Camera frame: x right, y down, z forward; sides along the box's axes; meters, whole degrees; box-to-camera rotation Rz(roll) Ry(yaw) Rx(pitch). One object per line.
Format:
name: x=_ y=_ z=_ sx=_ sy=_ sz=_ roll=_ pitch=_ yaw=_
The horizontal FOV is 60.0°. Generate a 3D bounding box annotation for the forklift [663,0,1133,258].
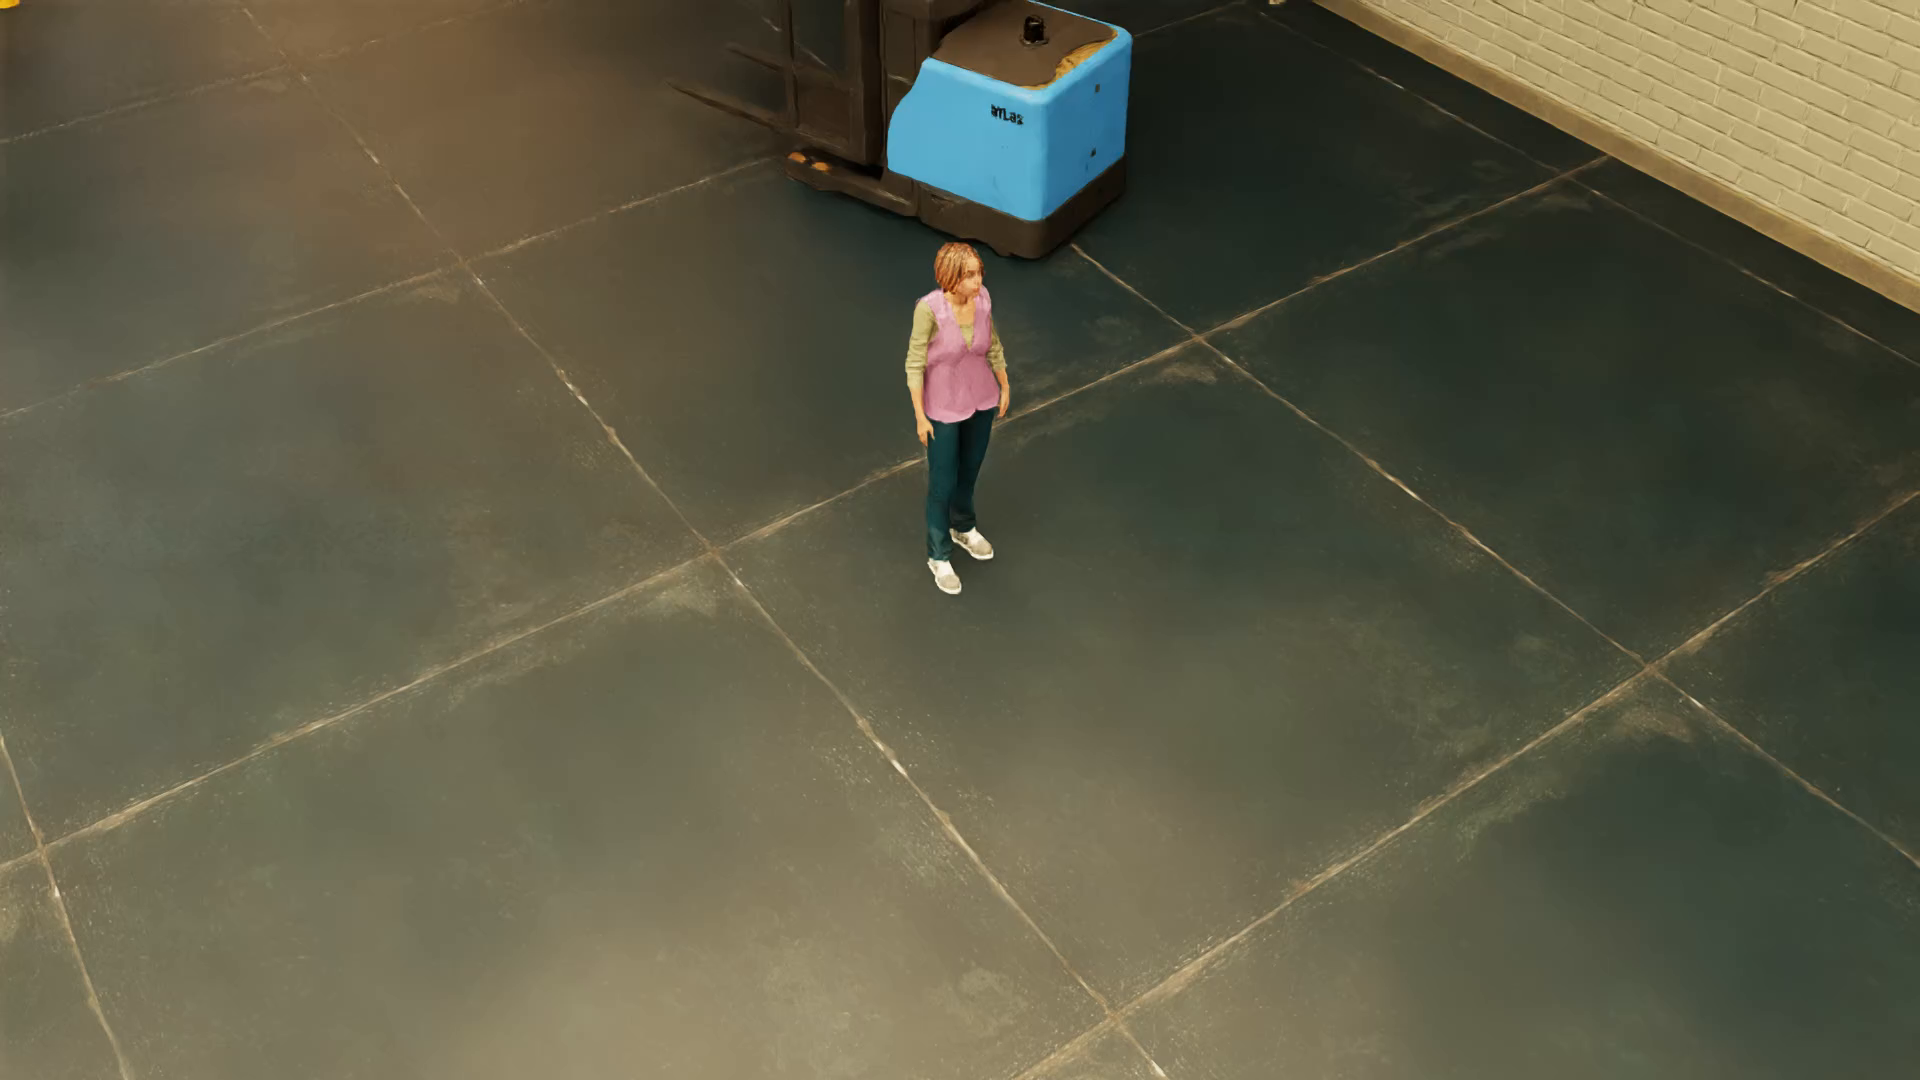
forklift: x=-0.501 y=-3.492 z=9.505 sx=3.031 sy=2.935 sz=1.130 roll=25 pitch=48 yaw=25

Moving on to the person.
person: x=0.031 y=-0.538 z=7.289 sx=0.520 sy=1.576 sz=0.474 roll=-25 pitch=48 yaw=-25
